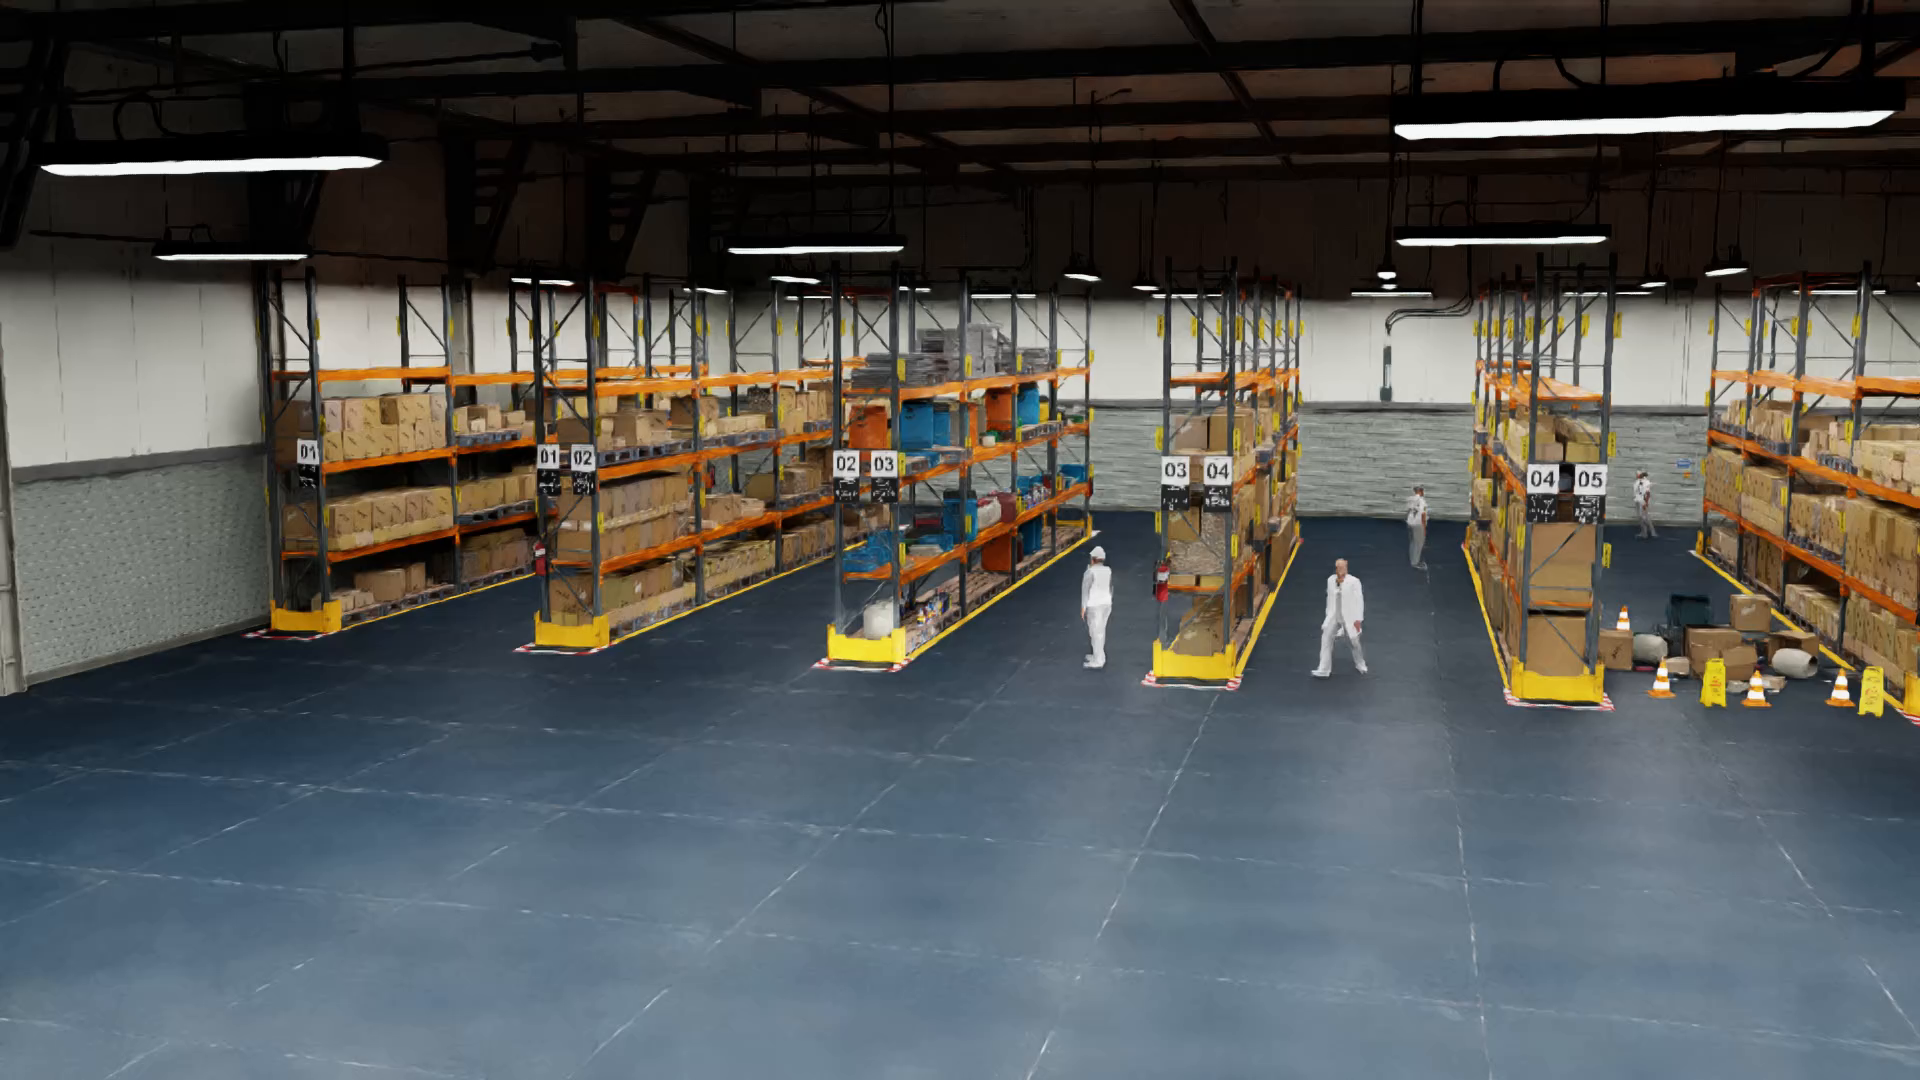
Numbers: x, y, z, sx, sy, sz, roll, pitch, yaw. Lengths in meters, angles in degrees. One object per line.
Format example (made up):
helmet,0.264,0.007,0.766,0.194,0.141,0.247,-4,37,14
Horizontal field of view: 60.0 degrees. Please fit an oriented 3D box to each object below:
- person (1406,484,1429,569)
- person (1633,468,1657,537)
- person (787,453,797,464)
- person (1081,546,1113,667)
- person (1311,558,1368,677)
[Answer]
person,9.635,-0.303,34.894,0.474,1.759,0.593,-2,8,-16
person,16.455,-0.894,39.956,0.434,1.654,0.623,-2,7,-12
person,-4.629,-1.527,45.119,0.683,1.645,0.476,-5,9,-35
person,2.023,0.971,24.791,0.627,1.770,0.560,-7,10,-44
person,5.533,1.112,24.021,0.635,1.728,1.045,5,9,36
